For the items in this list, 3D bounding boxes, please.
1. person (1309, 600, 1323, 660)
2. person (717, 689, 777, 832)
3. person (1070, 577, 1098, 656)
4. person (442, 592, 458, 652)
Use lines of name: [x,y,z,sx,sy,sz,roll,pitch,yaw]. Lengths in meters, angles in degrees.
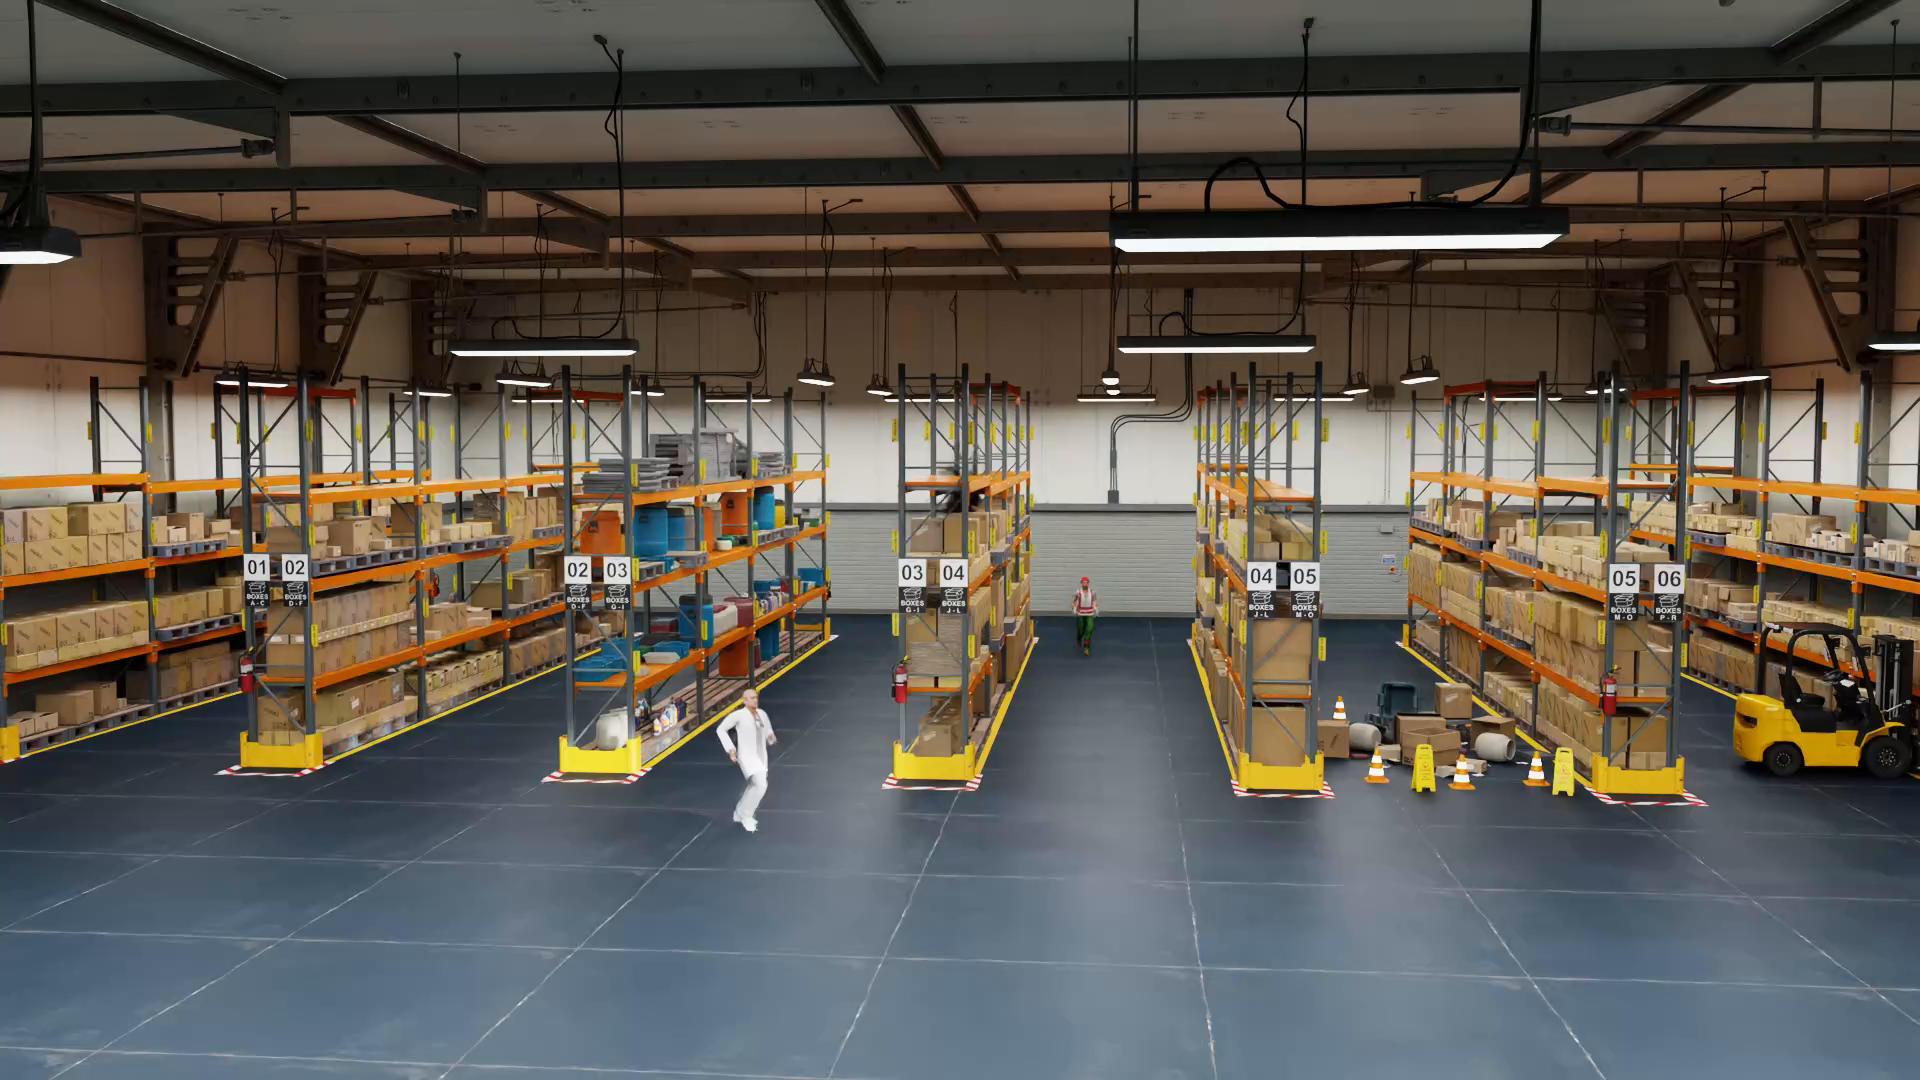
person: [7.514,1.799,36.277,0.668,1.814,0.835,0,4,-8]
person: [-2.601,2.773,20.941,0.735,1.776,0.685,3,4,35]
person: [2.833,1.712,37.743,0.655,1.762,0.822,0,4,-6]
person: [-10.789,1.912,35.345,0.628,1.621,0.536,1,4,9]
